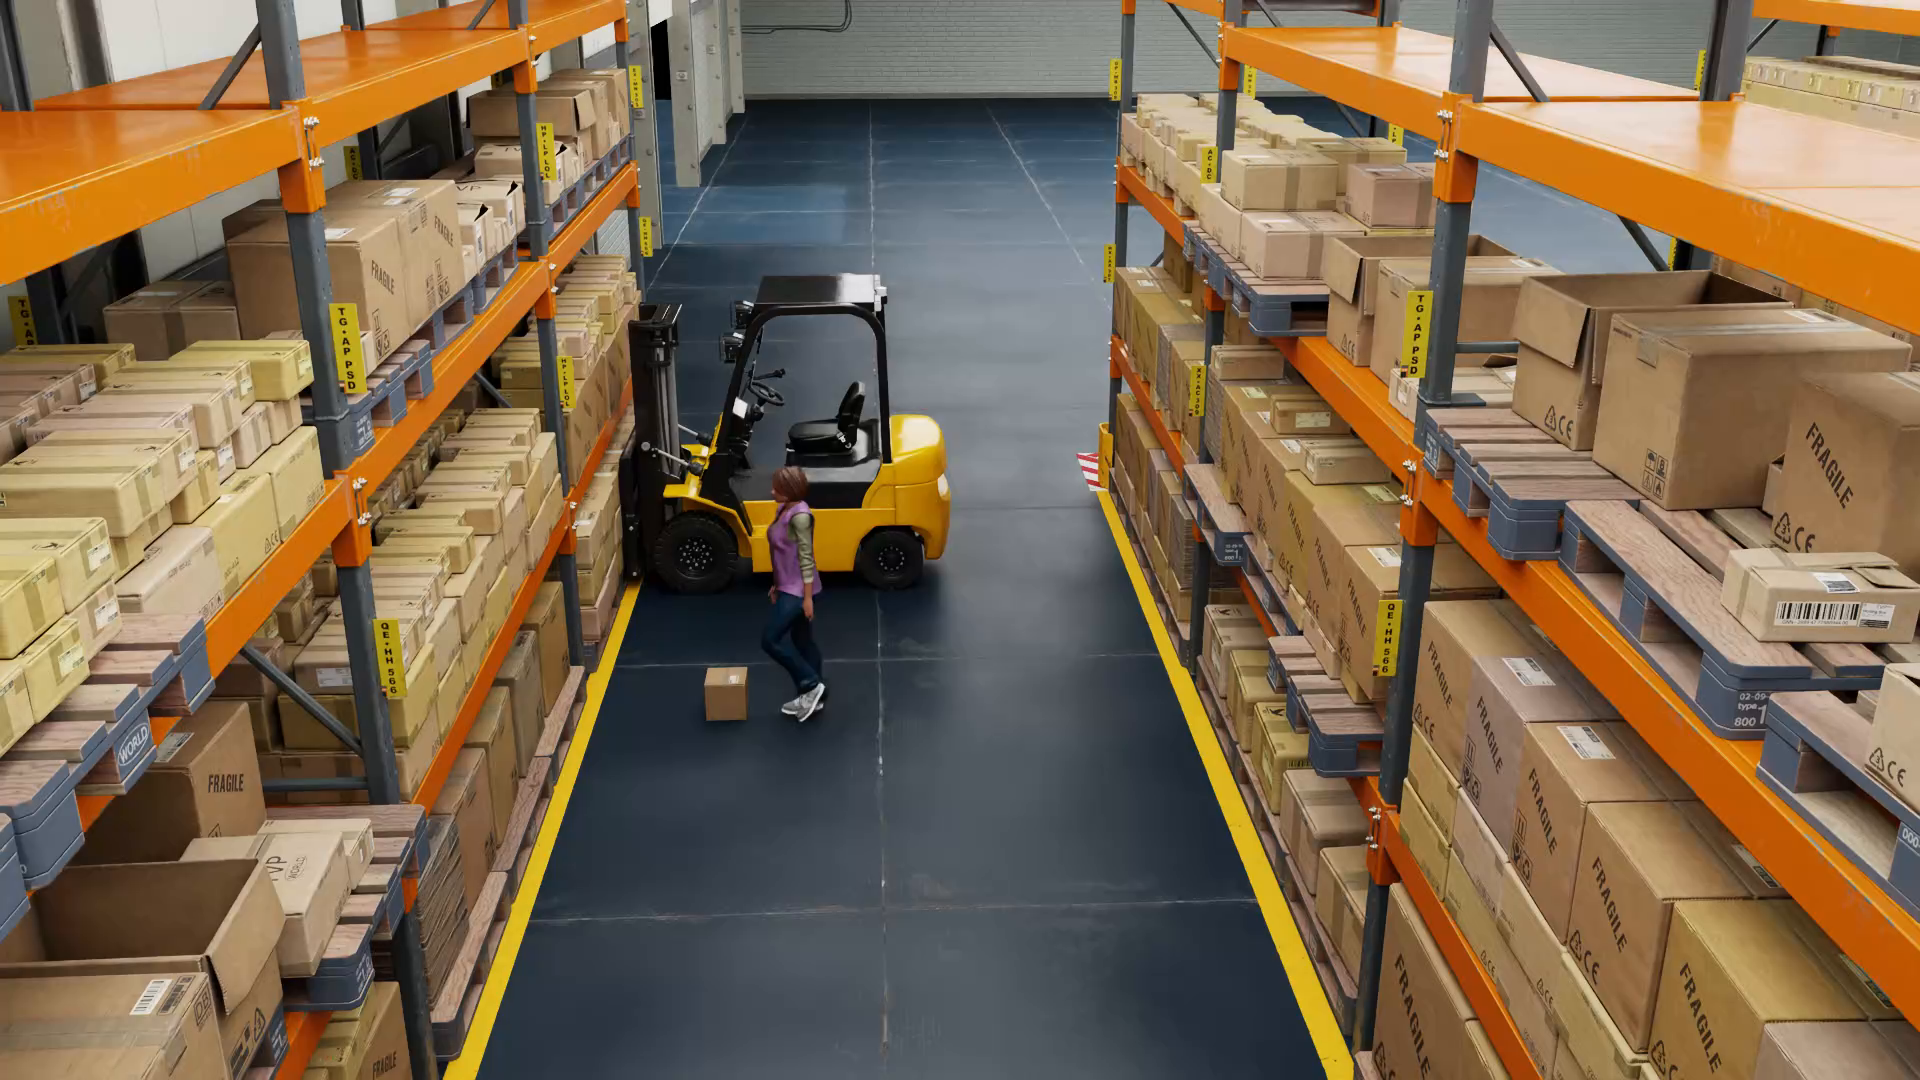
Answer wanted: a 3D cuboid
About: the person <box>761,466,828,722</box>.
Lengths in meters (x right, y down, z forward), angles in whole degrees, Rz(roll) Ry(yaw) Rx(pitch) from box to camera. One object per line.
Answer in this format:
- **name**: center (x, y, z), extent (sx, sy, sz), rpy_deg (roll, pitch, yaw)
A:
- **person**: center (-1.043, 0.329, 10.202), extent (0.418, 1.587, 0.478), rpy_deg (-5, 21, -12)
